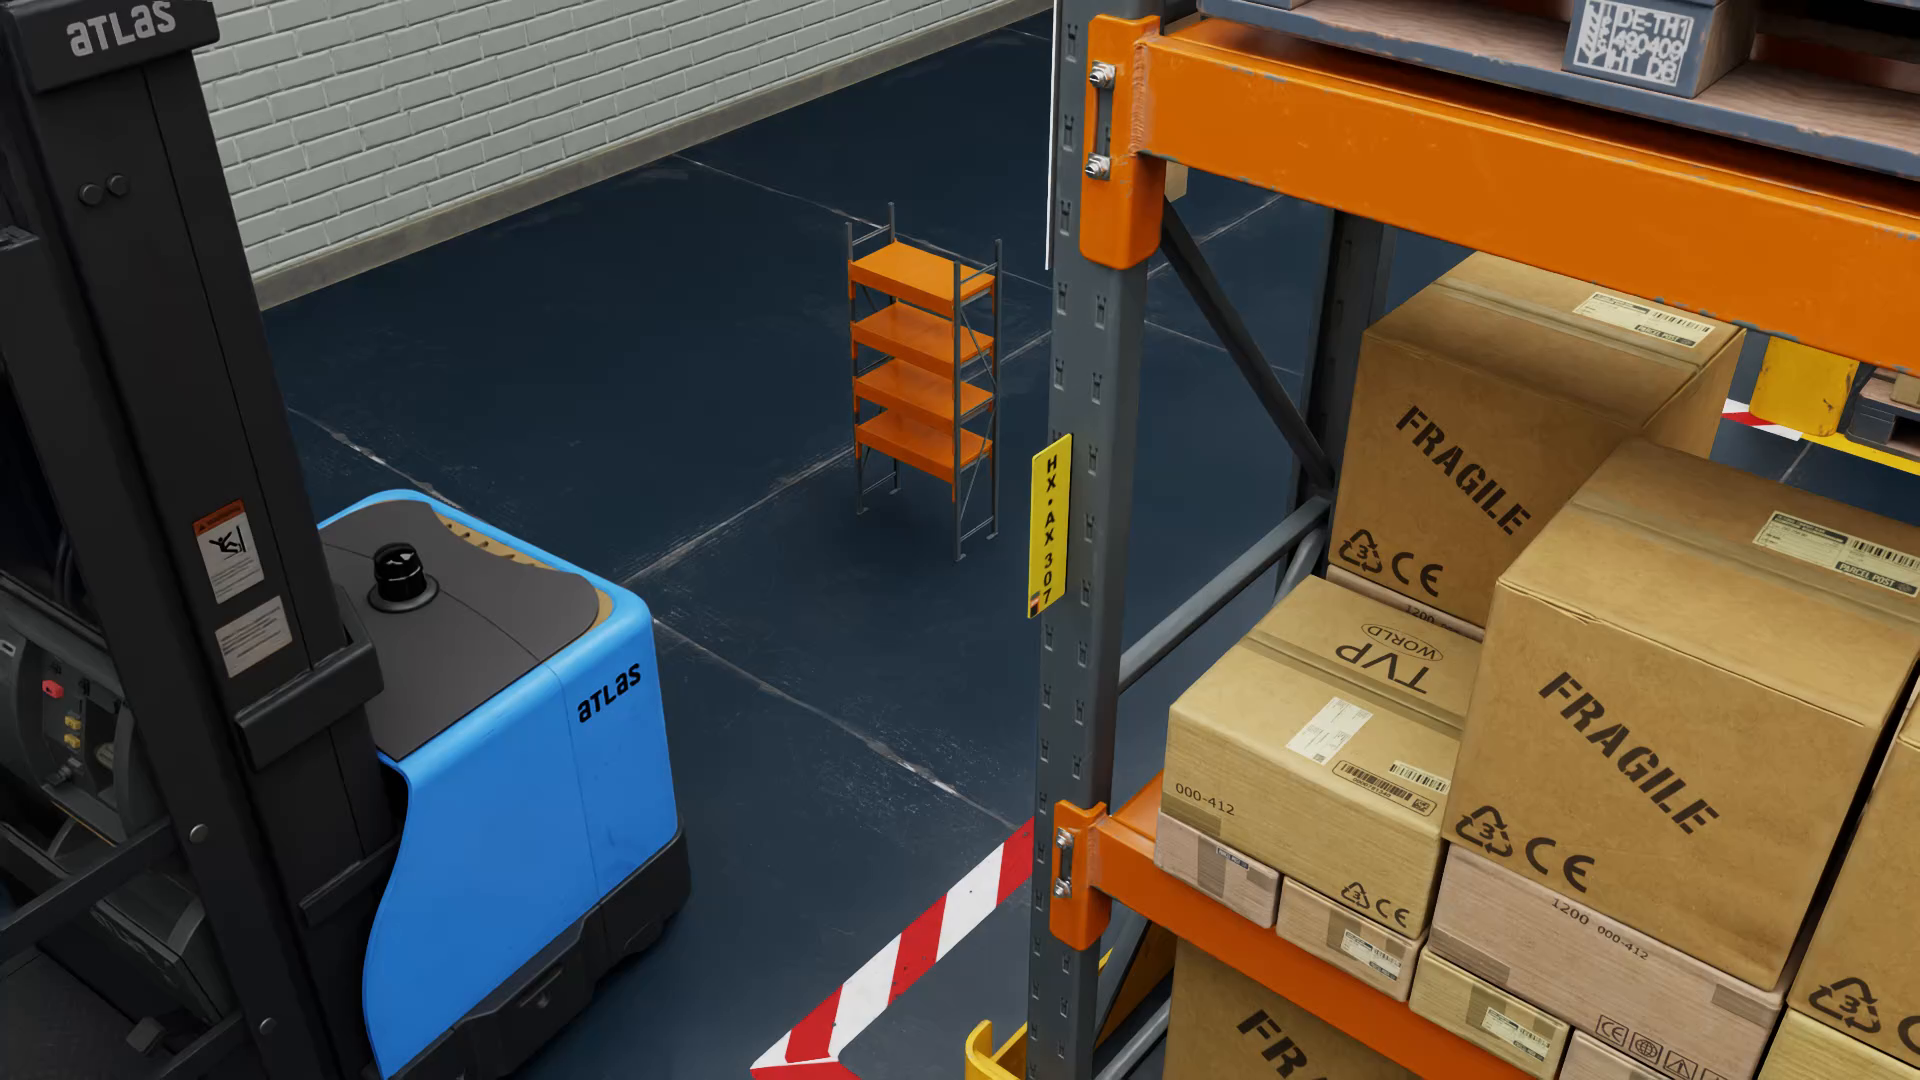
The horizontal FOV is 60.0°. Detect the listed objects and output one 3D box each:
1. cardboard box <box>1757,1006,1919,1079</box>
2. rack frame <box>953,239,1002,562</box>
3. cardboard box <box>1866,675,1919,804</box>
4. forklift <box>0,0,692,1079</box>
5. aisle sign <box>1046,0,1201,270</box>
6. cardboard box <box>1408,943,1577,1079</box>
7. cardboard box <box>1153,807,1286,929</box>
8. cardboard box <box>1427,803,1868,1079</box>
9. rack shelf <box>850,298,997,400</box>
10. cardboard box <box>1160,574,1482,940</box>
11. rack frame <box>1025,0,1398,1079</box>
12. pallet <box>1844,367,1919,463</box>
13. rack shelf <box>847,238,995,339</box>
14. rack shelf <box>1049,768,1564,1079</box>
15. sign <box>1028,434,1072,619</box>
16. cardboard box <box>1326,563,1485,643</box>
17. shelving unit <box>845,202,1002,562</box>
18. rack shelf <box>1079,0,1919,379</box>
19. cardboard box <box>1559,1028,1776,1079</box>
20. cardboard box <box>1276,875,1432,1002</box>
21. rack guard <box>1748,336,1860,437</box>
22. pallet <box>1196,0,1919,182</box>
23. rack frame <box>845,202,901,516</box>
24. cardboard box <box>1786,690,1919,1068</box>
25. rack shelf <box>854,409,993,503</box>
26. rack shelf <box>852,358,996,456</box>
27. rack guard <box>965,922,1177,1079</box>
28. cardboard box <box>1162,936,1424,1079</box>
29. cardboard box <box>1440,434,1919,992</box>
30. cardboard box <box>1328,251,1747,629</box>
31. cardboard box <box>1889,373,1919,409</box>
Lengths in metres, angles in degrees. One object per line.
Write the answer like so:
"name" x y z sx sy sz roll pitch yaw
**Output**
"cardboard box" 1.493 0.730 2.407 0.500 0.250 0.500 24 41 30
"rack frame" 0.060 -0.466 5.869 0.015 1.200 0.240 25 42 32
"cardboard box" 1.441 0.314 3.013 0.500 0.250 0.500 24 41 31
"forklift" -2.015 0.352 3.149 1.130 2.935 3.031 22 40 28
"aisle sign" 0.262 -0.837 2.522 0.004 0.787 0.394 25 42 32
"cardboard box" 0.966 0.691 2.816 0.250 0.149 0.380 24 41 31
"cardboard box" 0.571 0.506 3.085 0.250 0.149 0.380 26 42 32
"cardboard box" 1.110 0.547 2.674 0.500 0.250 0.500 25 41 31
"rack shelf" -0.127 -0.683 5.909 0.480 0.148 0.258 25 42 32
"cardboard box" 0.706 0.361 2.944 0.500 0.250 0.500 24 41 31
"rack frame" 0.510 0.131 3.410 0.127 3.000 1.000 25 42 32
"pallet" 4.421 -0.504 6.797 1.213 0.211 1.003 25 42 32
"rack shelf" -0.127 -0.878 5.775 0.480 0.148 0.258 25 42 32
"rack shelf" 2.047 1.152 2.559 4.000 0.370 1.077 25 42 32
"sign" 0.150 -0.020 2.794 0.005 0.325 0.100 25 42 32
"cardboard box" 1.052 0.130 3.281 0.500 0.250 0.500 25 41 31
"shelving unit" -0.127 -0.555 5.998 0.503 1.200 0.258 25 42 32
"rack shelf" 2.047 -0.085 1.710 4.000 0.370 1.077 25 42 32
"cardboard box" 1.168 0.785 2.679 0.250 0.149 0.380 25 41 31
"cardboard box" 0.769 0.599 2.951 0.250 0.149 0.380 25 41 31
"rack guard" 3.819 -0.933 7.167 0.348 0.500 1.175 25 42 32
"pallet" 1.087 -0.805 2.201 1.213 0.211 1.003 25 42 32
"rack frame" -0.315 -0.643 6.126 0.015 1.200 0.240 25 42 32
"cardboard box" 1.492 0.418 2.199 0.500 0.500 0.500 24 41 31
"rack shelf" -0.127 -0.335 6.148 0.480 0.148 0.258 25 42 32
"rack shelf" -0.127 -0.499 6.036 0.480 0.148 0.258 25 42 32
"rack guard" 0.491 1.152 4.130 0.348 0.500 1.175 25 42 32
"cardboard box" 1.053 1.030 3.606 0.875 0.875 0.875 25 42 32
"cardboard box" 1.090 0.233 2.468 0.500 0.500 0.500 24 41 31
"cardboard box" 1.052 -0.177 3.066 0.500 0.500 0.500 26 42 32
"cardboard box" 3.959 -0.660 6.708 0.250 0.149 0.380 26 42 33
